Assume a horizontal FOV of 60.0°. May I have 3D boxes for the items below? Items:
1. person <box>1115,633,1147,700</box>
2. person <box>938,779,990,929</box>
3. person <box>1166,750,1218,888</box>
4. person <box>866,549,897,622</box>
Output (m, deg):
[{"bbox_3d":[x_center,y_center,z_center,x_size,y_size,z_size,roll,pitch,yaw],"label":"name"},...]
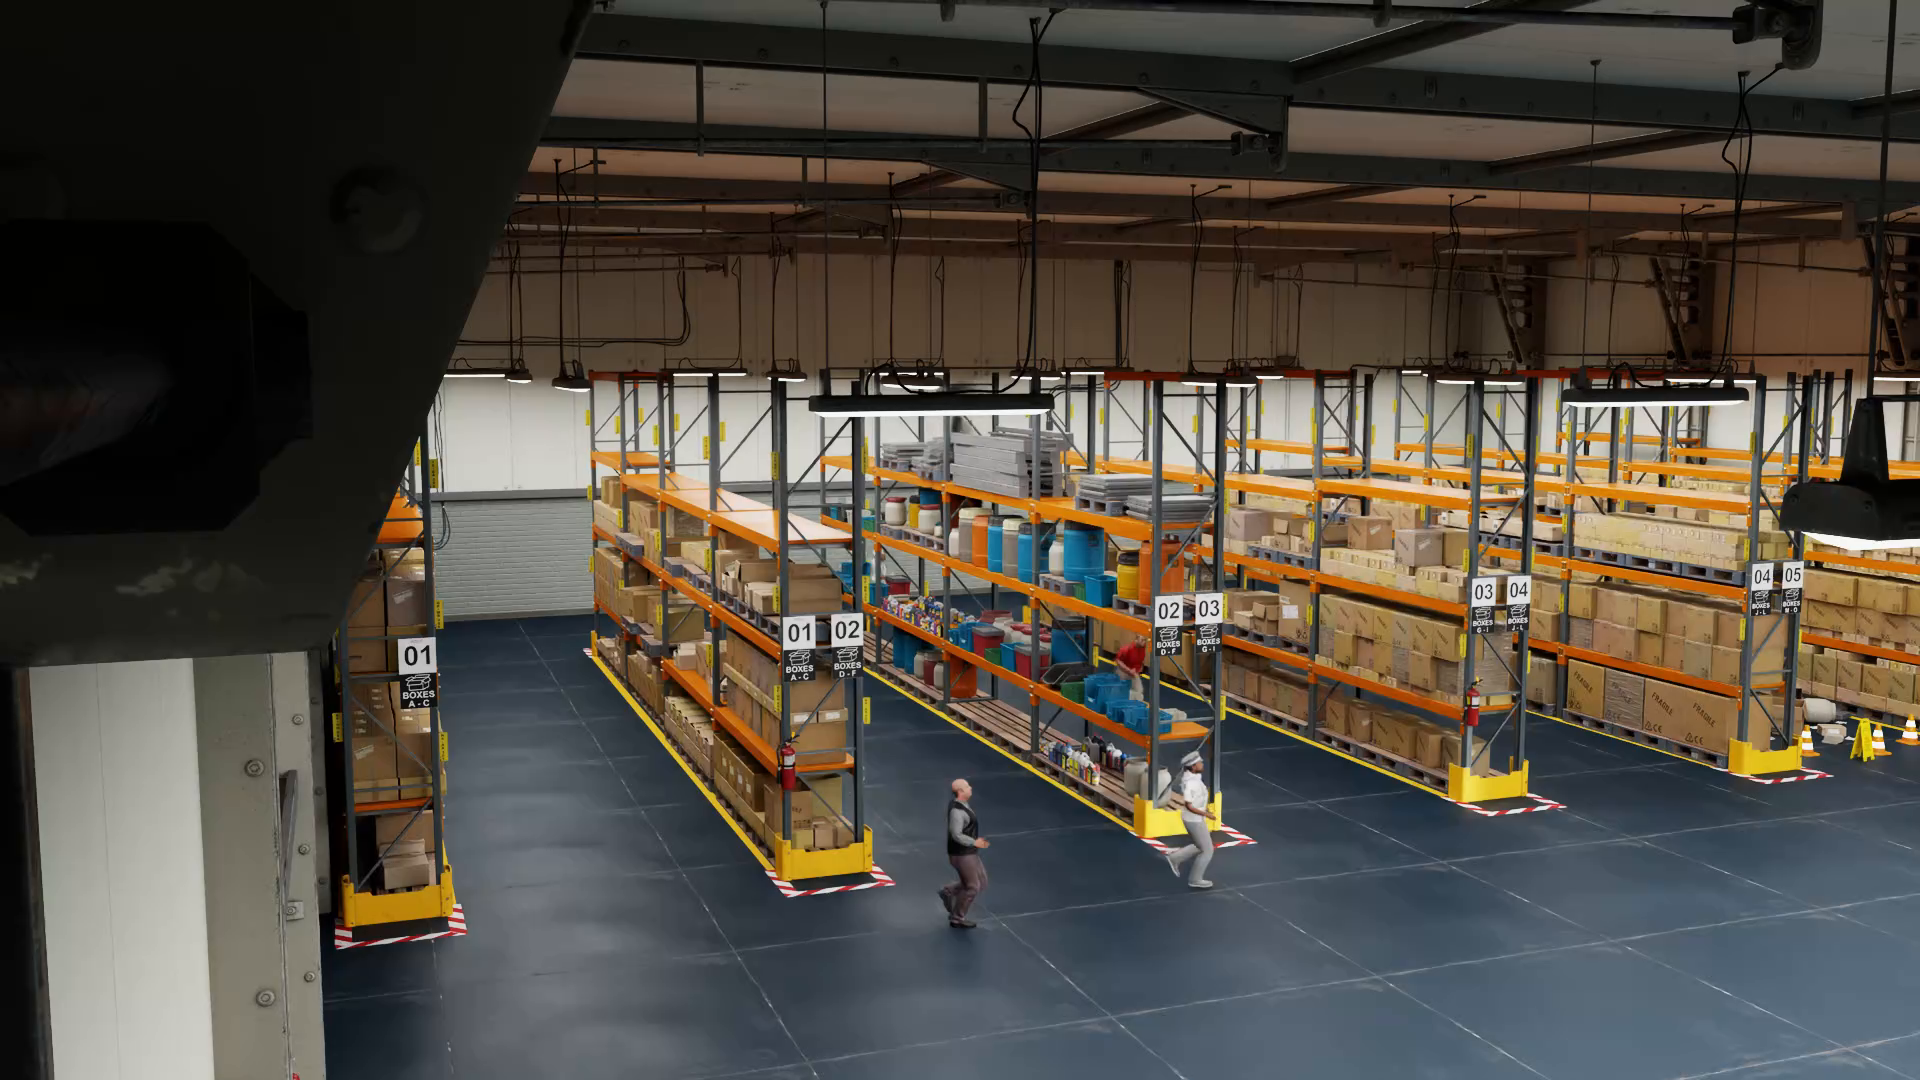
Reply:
[{"bbox_3d":[2.817,2.366,28.482,0.703,1.695,1.020,-5,8,-40],"label":"person"},{"bbox_3d":[0.042,3.459,18.369,0.579,1.680,0.658,0,6,2],"label":"person"},{"bbox_3d":[2.754,3.312,19.752,0.586,1.644,0.573,0,6,4],"label":"person"},{"bbox_3d":[-1.919,1.071,39.178,0.865,1.762,0.703,0,6,-4],"label":"person"}]
